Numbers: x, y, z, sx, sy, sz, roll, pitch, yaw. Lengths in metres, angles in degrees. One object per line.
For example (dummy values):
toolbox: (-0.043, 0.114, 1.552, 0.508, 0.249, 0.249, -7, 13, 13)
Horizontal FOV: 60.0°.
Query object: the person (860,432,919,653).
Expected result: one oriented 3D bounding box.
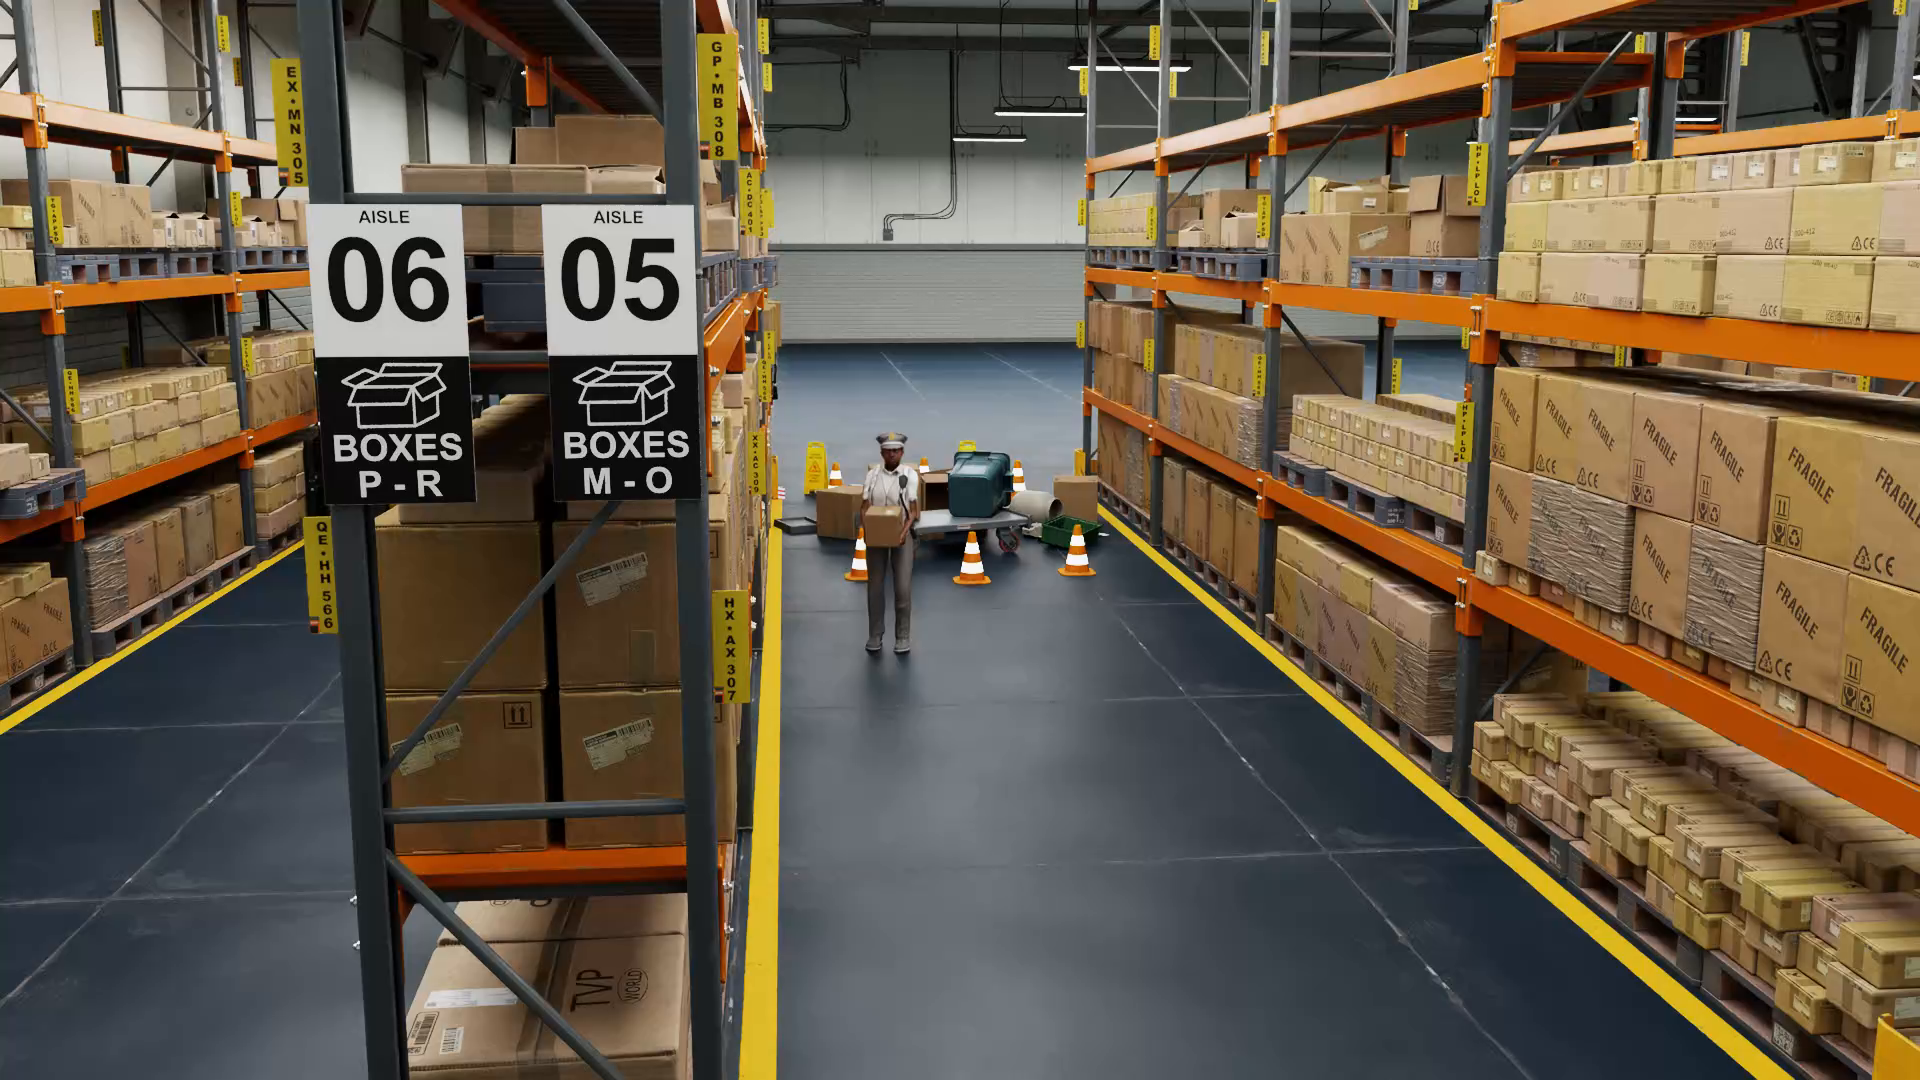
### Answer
person: (-0.551, 0.018, 12.754, 0.451, 1.685, 0.518, 1, 10, 7)
